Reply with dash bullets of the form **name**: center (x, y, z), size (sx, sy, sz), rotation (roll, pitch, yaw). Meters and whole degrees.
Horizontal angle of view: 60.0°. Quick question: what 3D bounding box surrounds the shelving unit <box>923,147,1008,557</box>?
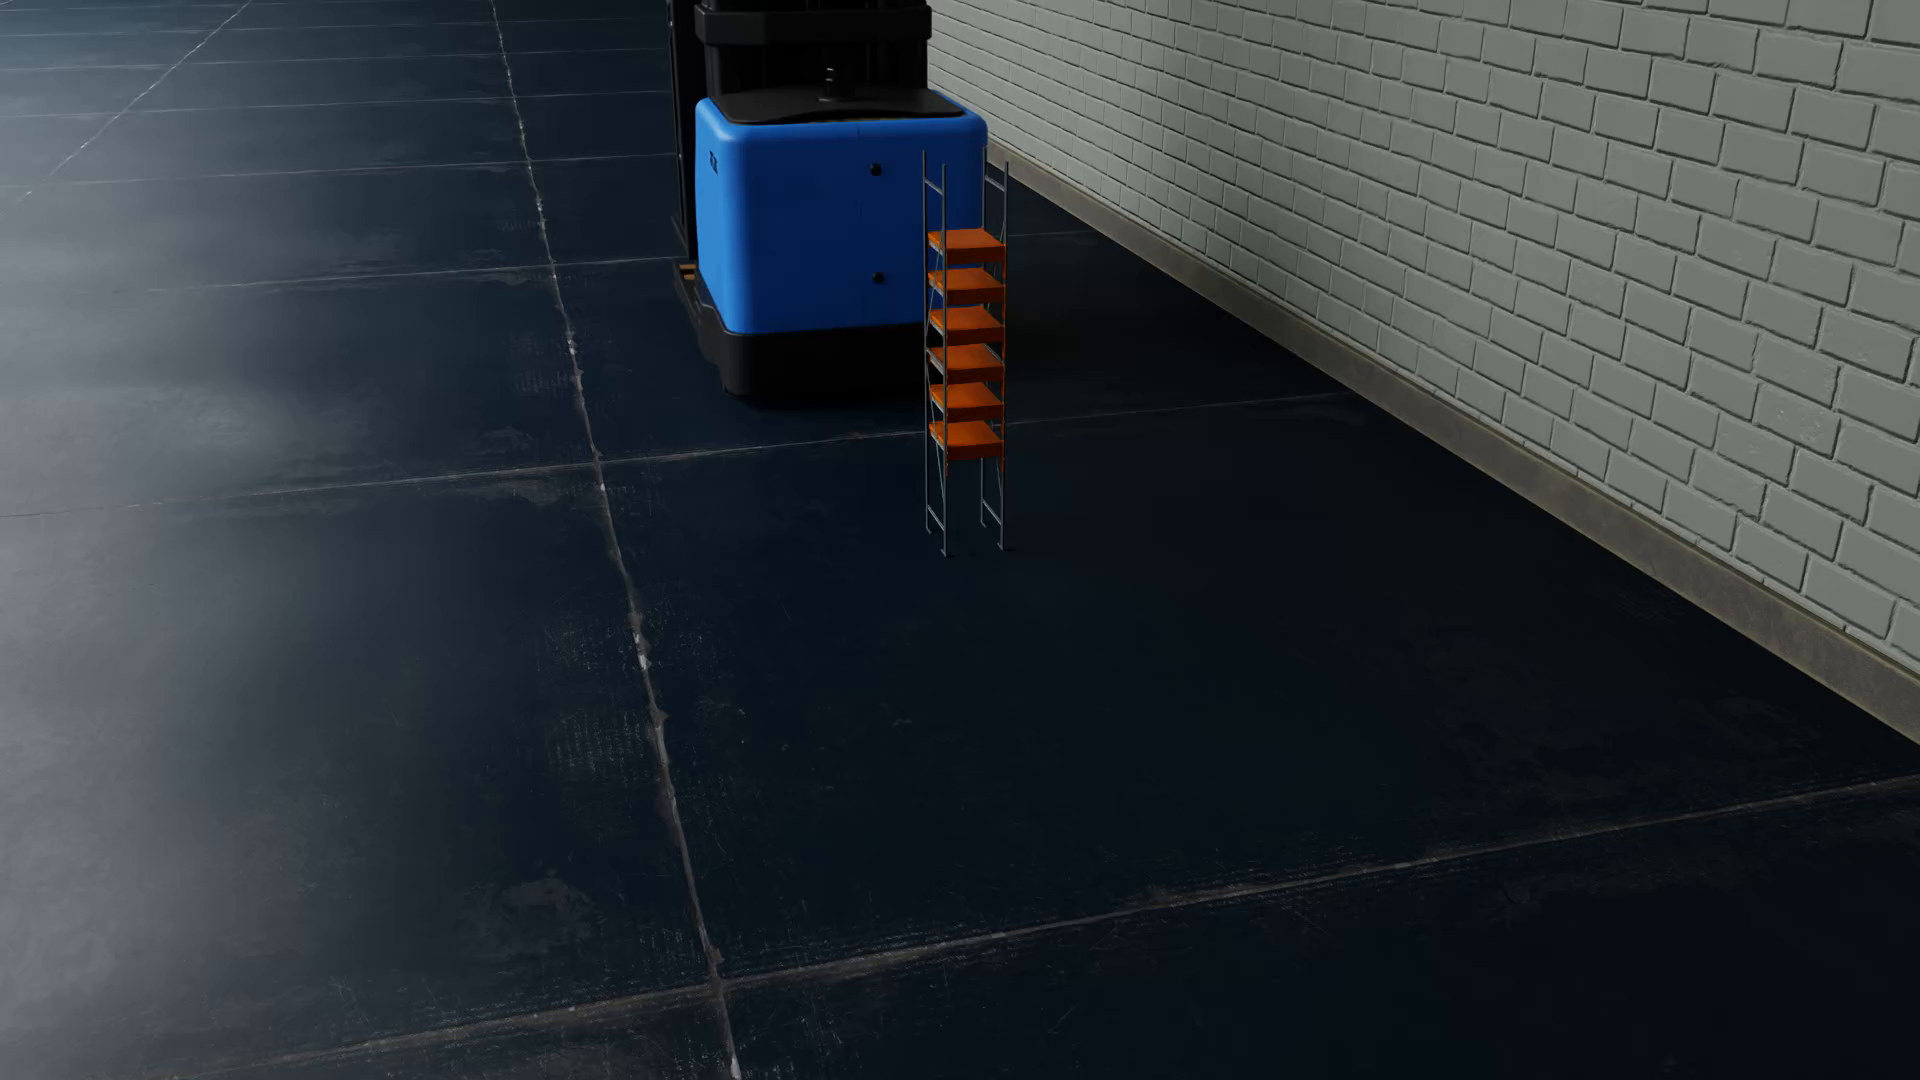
- **shelving unit**: center (0.014, -0.553, 5.017), size (0.189, 1.200, 0.258), rotation (-6, 24, -14)

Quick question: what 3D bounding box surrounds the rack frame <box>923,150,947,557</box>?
- **rack frame**: center (-0.074, -0.543, 4.994), size (0.006, 1.200, 0.240), rotation (-6, 24, -14)

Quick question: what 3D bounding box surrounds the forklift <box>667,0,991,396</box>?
- **forklift**: center (-0.743, -2.451, 7.245), size (1.130, 2.935, 3.031), rotation (-6, 24, -13)

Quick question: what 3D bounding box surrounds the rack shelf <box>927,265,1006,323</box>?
- **rack shelf**: center (0.014, -0.733, 4.940), size (0.180, 0.103, 0.258), rotation (-6, 24, -14)

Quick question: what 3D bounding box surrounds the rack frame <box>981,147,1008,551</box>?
- **rack frame**: center (0.102, -0.563, 5.040), size (0.006, 1.200, 0.240), rotation (-6, 24, -14)

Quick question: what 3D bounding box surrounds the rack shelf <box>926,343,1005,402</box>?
- **rack shelf**: center (0.014, -0.512, 5.035), size (0.180, 0.103, 0.258), rotation (-6, 24, -14)

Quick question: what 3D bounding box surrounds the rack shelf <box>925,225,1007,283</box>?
- **rack shelf**: center (0.014, -0.843, 4.893), size (0.180, 0.103, 0.258), rotation (-6, 24, -14)

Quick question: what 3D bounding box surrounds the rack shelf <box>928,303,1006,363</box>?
- **rack shelf**: center (0.014, -0.622, 4.987), size (0.180, 0.103, 0.258), rotation (-6, 24, -14)

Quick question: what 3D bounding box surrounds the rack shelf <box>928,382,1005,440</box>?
- **rack shelf**: center (0.014, -0.402, 5.082), size (0.180, 0.103, 0.258), rotation (-6, 24, -14)

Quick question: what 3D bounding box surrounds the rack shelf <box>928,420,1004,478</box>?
- **rack shelf**: center (0.014, -0.292, 5.129), size (0.180, 0.103, 0.258), rotation (-6, 24, -14)
